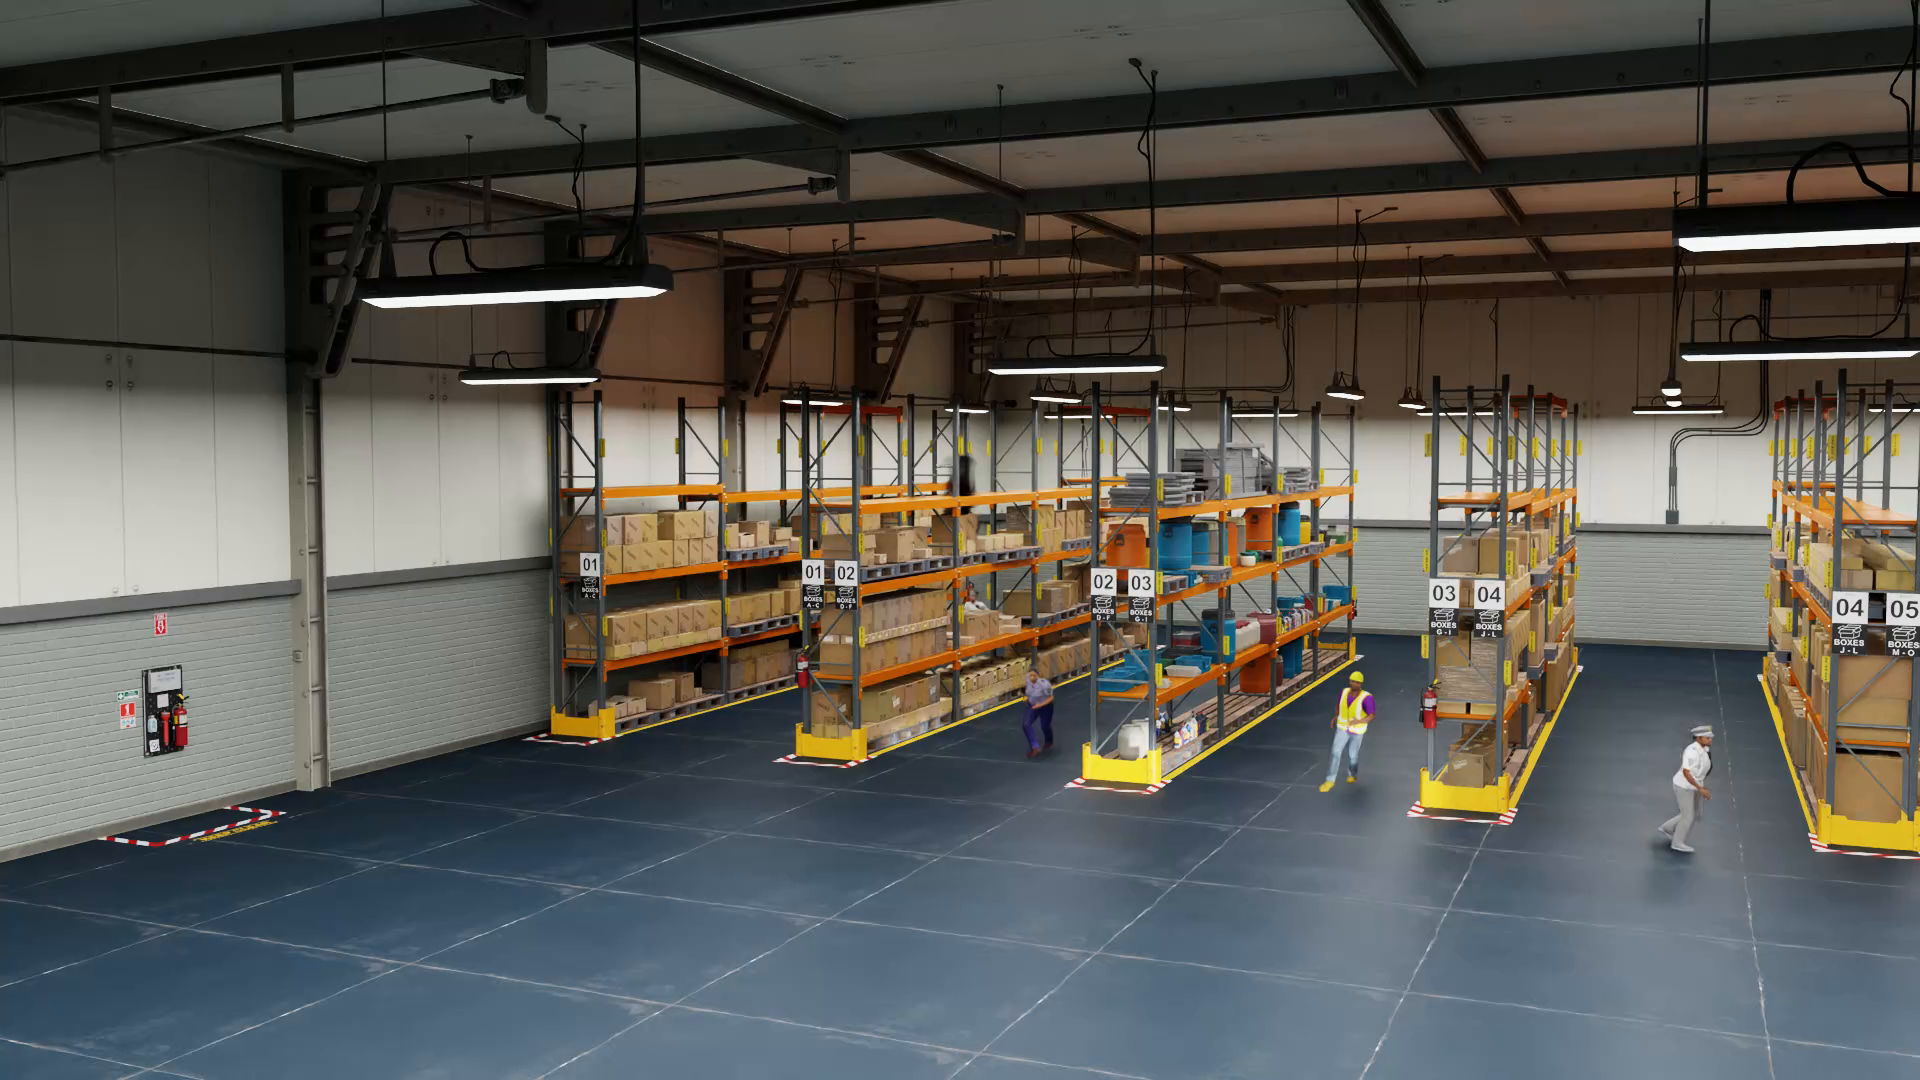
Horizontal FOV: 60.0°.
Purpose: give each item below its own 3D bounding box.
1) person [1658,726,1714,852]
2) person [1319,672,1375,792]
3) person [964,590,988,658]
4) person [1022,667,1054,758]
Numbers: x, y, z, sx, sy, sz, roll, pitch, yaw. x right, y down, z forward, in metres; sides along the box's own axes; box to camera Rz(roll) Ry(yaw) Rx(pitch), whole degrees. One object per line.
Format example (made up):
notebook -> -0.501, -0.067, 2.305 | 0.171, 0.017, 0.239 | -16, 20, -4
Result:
person -> 9.018, 3.060, 20.627 | 0.550, 1.604, 0.734 | -3, 4, -40
person -> 5.699, 2.765, 24.209 | 0.735, 1.732, 0.869 | 2, 4, 28
person -> 0.325, 2.022, 38.667 | 0.572, 1.745, 0.831 | 1, 3, 20
person -> 1.333, 2.751, 27.080 | 0.623, 1.481, 1.027 | 2, 4, 27
